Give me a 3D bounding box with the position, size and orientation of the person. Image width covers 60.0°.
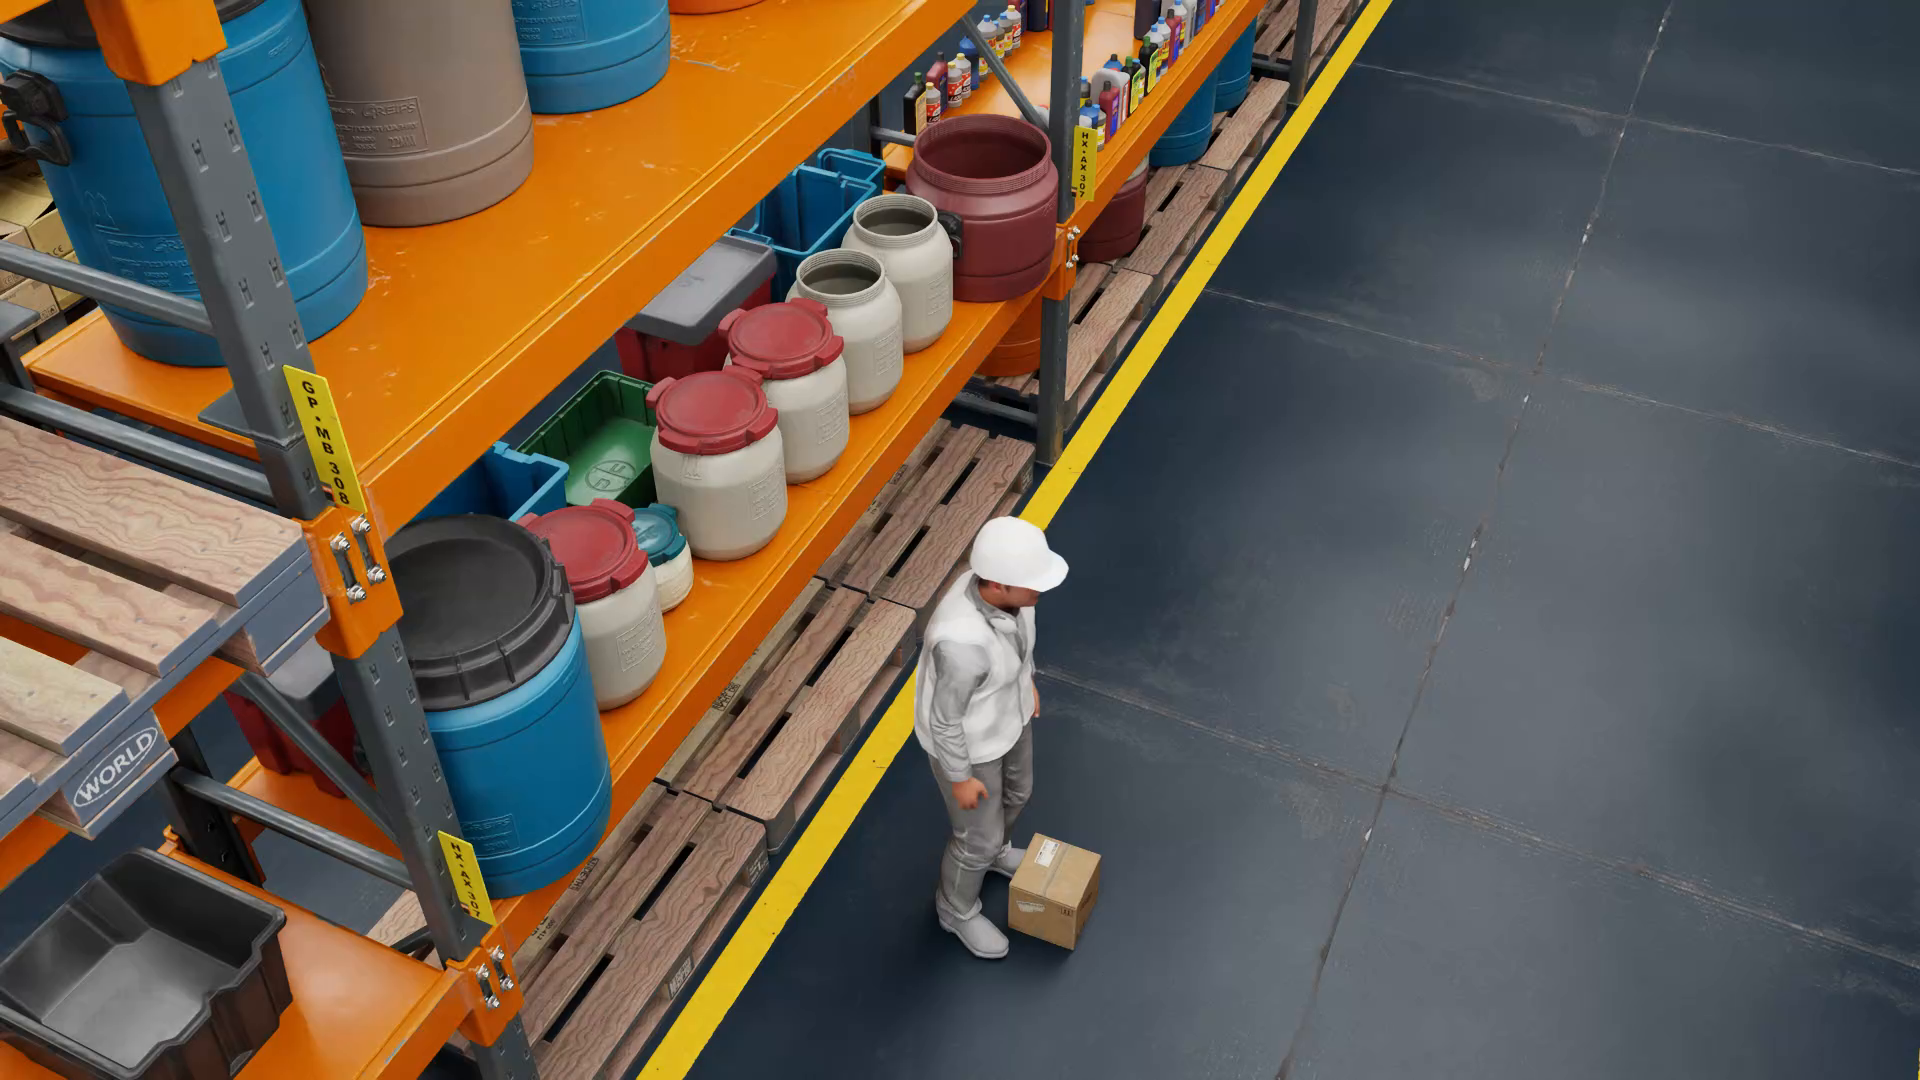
[{"bbox_3d":[0.092,0.611,5.454,0.461,1.771,0.580,18,45,19],"label":"person"}]
